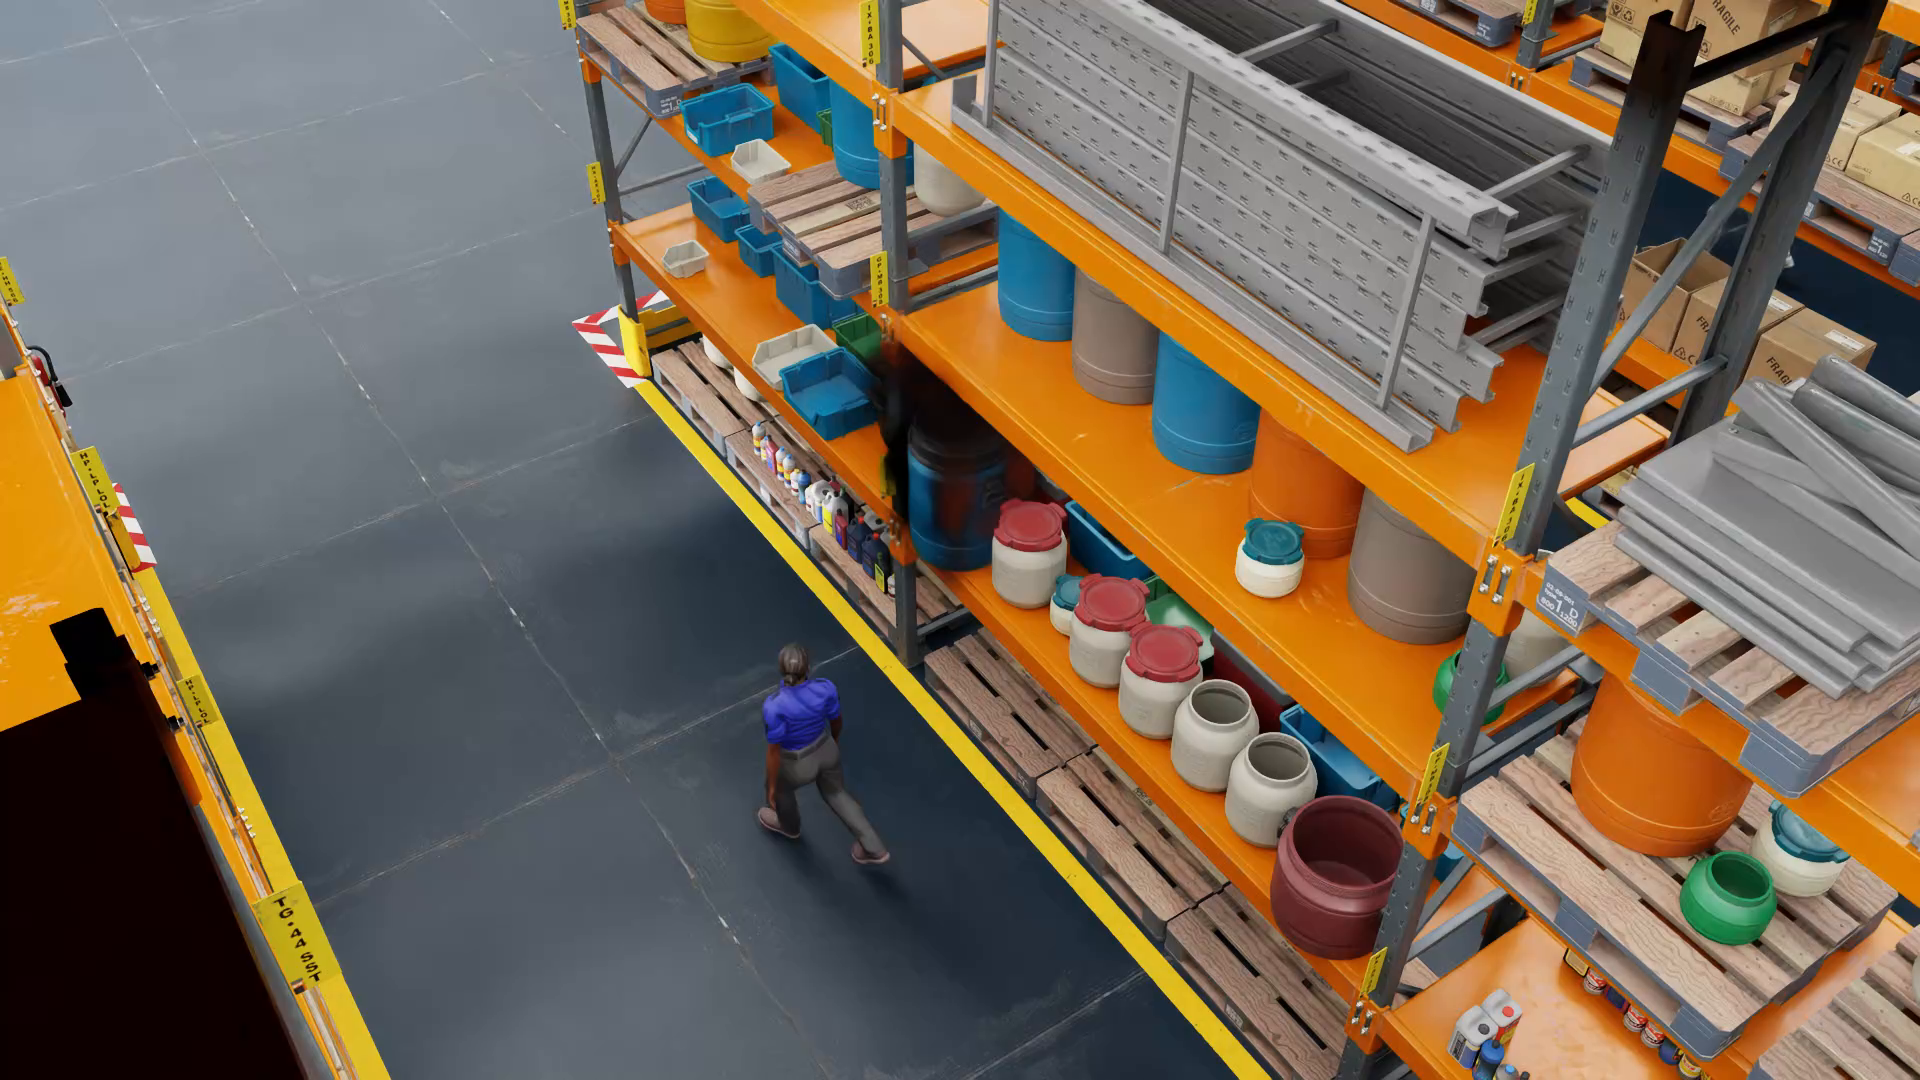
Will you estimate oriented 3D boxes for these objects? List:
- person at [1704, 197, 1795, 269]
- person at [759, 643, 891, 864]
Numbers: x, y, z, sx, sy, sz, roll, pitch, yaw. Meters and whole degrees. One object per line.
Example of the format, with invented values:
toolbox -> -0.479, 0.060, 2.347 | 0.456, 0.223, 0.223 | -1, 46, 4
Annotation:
person -> 6.625, -2.950, 13.755 | 0.928, 1.627, 0.435 | 31, 51, 29
person -> -0.835, 1.236, 9.190 | 0.898, 1.605, 0.569 | 31, 51, 29
